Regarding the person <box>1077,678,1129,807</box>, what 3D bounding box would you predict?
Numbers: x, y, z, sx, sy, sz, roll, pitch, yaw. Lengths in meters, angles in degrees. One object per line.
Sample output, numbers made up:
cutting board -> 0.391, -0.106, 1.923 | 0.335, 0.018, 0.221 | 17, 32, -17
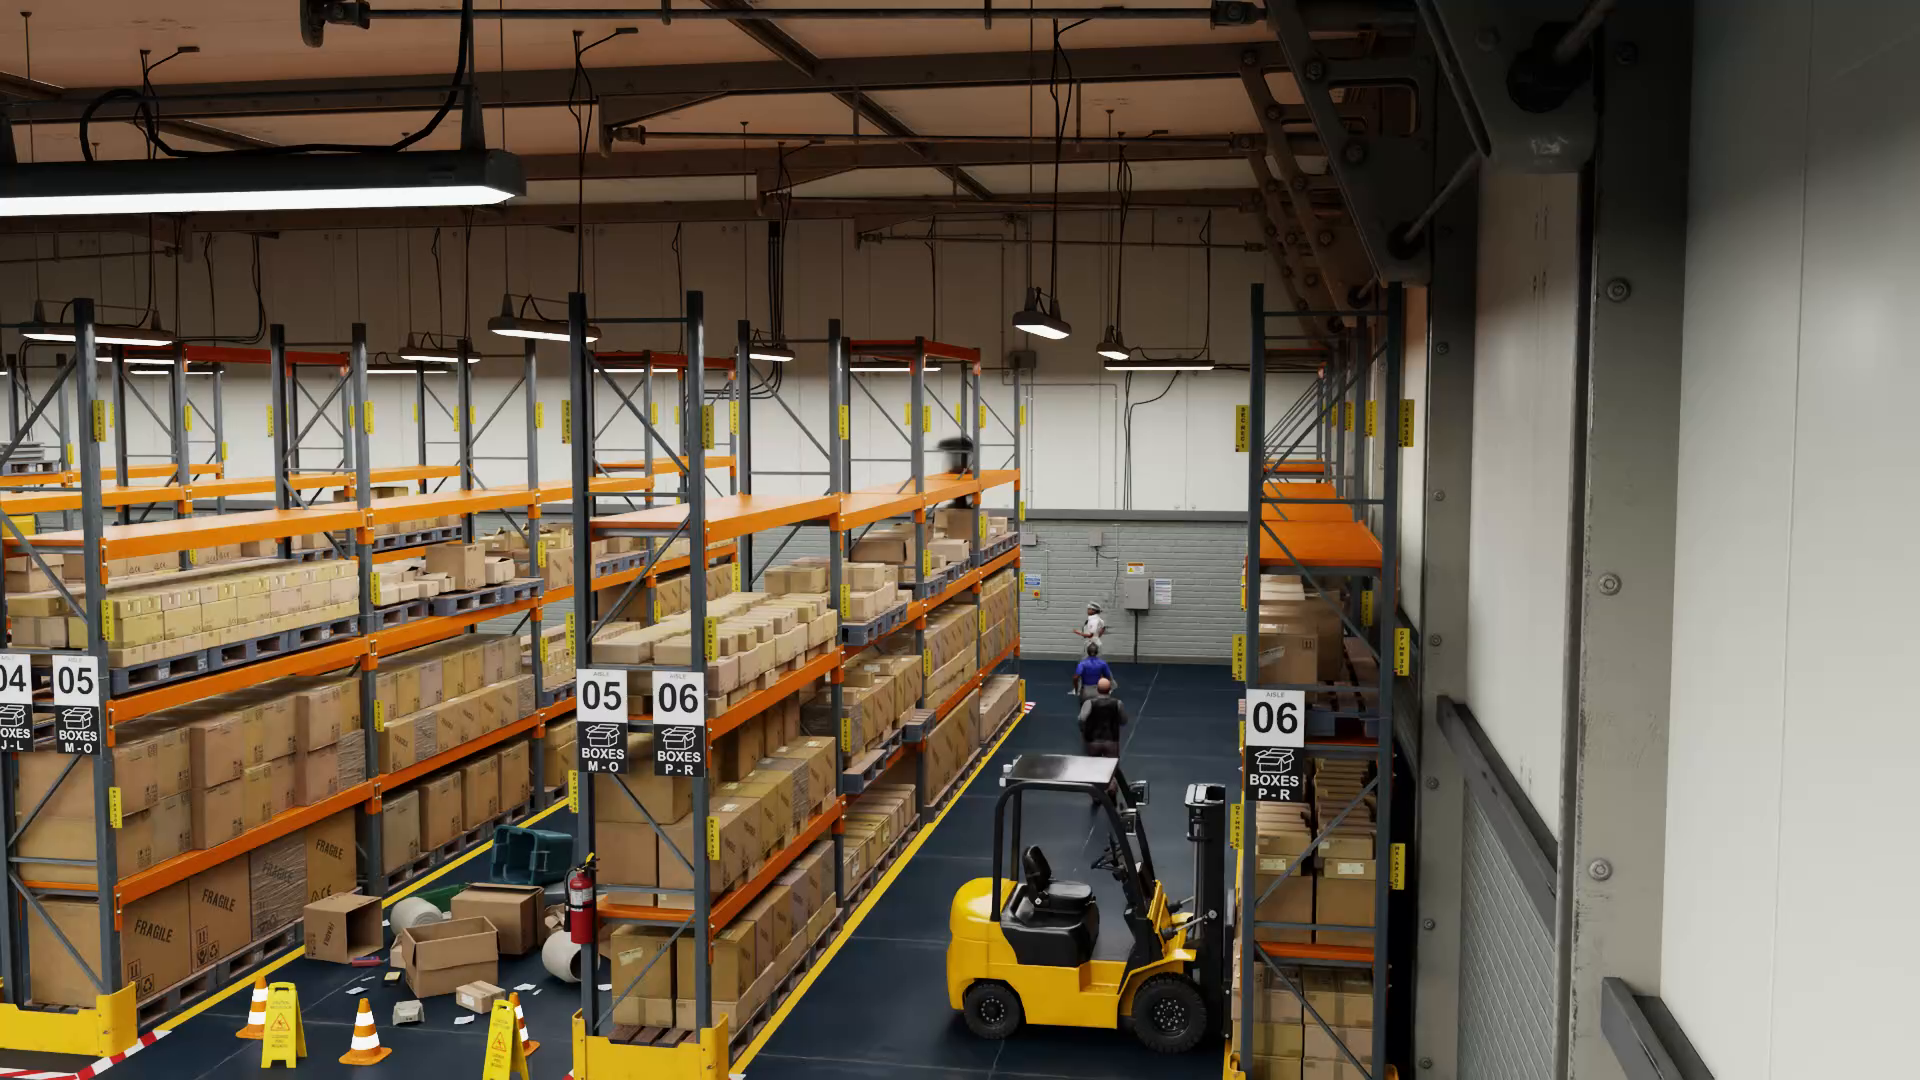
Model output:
person -> 1.823, 2.601, 21.270 | 0.667, 1.698, 0.905 | 0, 5, 0

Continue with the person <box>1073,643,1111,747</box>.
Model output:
person -> 1.974, 2.348, 24.903 | 0.583, 1.607, 0.866 | 0, 5, 0

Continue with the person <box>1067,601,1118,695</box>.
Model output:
person -> 2.356, 1.928, 29.542 | 0.883, 1.709, 0.575 | 0, 5, 2
